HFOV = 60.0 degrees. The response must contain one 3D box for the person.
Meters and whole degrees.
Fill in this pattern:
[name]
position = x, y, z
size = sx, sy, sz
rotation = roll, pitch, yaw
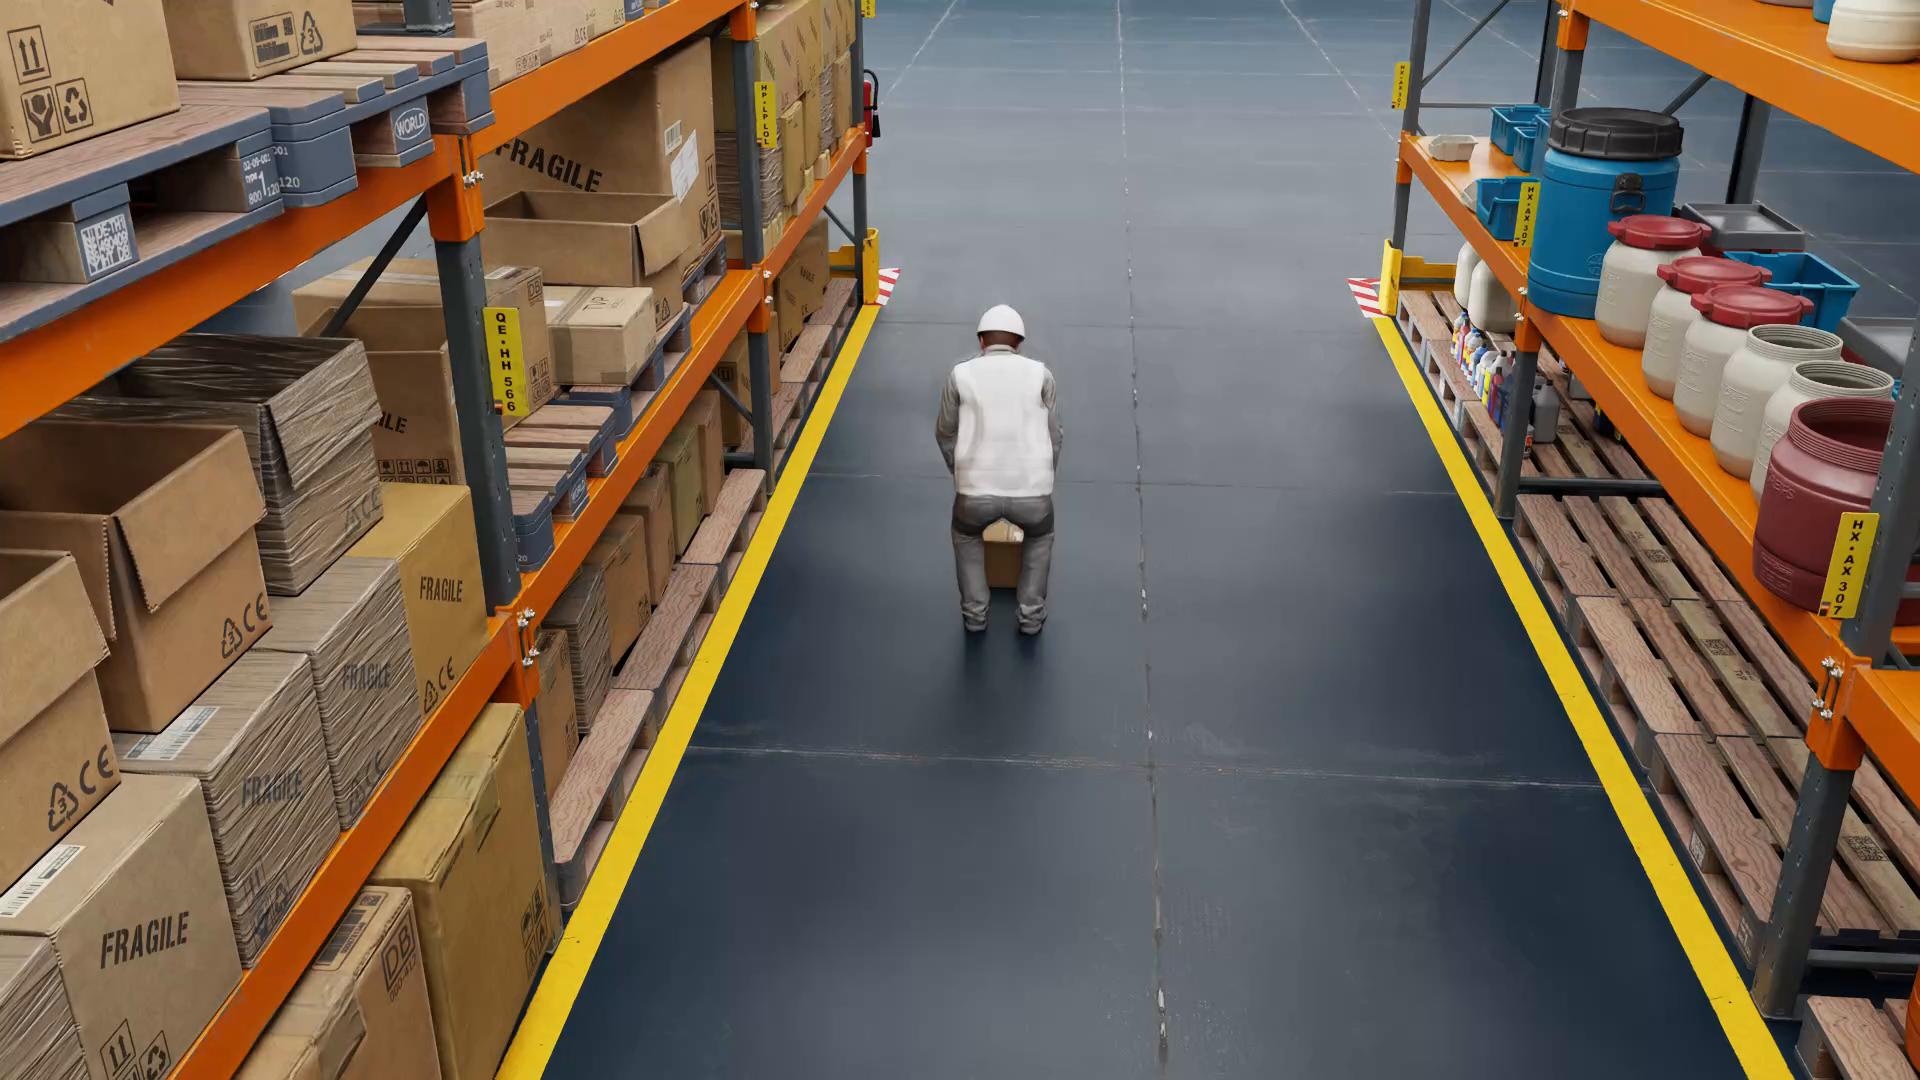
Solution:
[person]
position = 0.173, -0.302, 7.638
size = 0.591, 1.449, 0.753
rotation = 2, 24, 4
